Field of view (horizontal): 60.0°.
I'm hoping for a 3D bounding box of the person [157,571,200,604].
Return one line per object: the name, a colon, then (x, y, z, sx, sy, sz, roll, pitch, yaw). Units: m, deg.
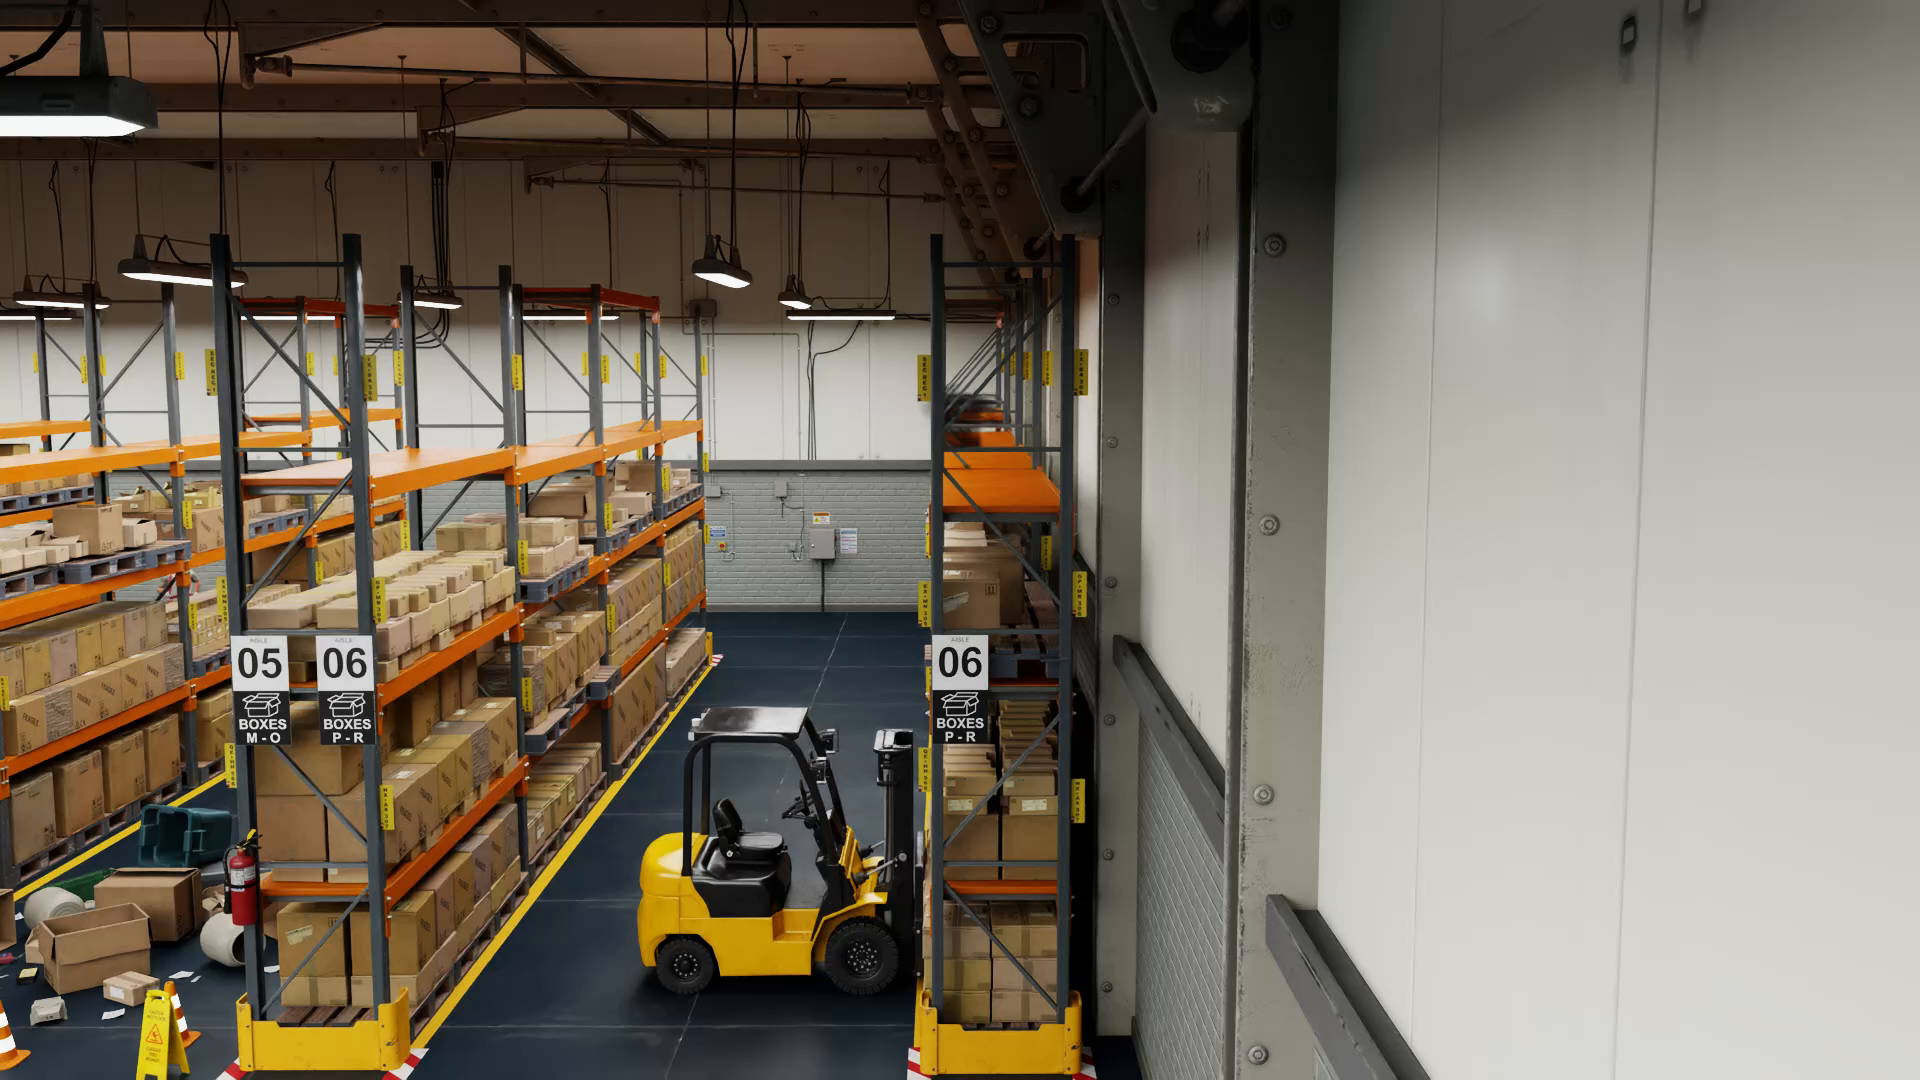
person: (-13.288, 1.142, 28.295, 0.635, 1.803, 0.937, -2, 7, -18)
